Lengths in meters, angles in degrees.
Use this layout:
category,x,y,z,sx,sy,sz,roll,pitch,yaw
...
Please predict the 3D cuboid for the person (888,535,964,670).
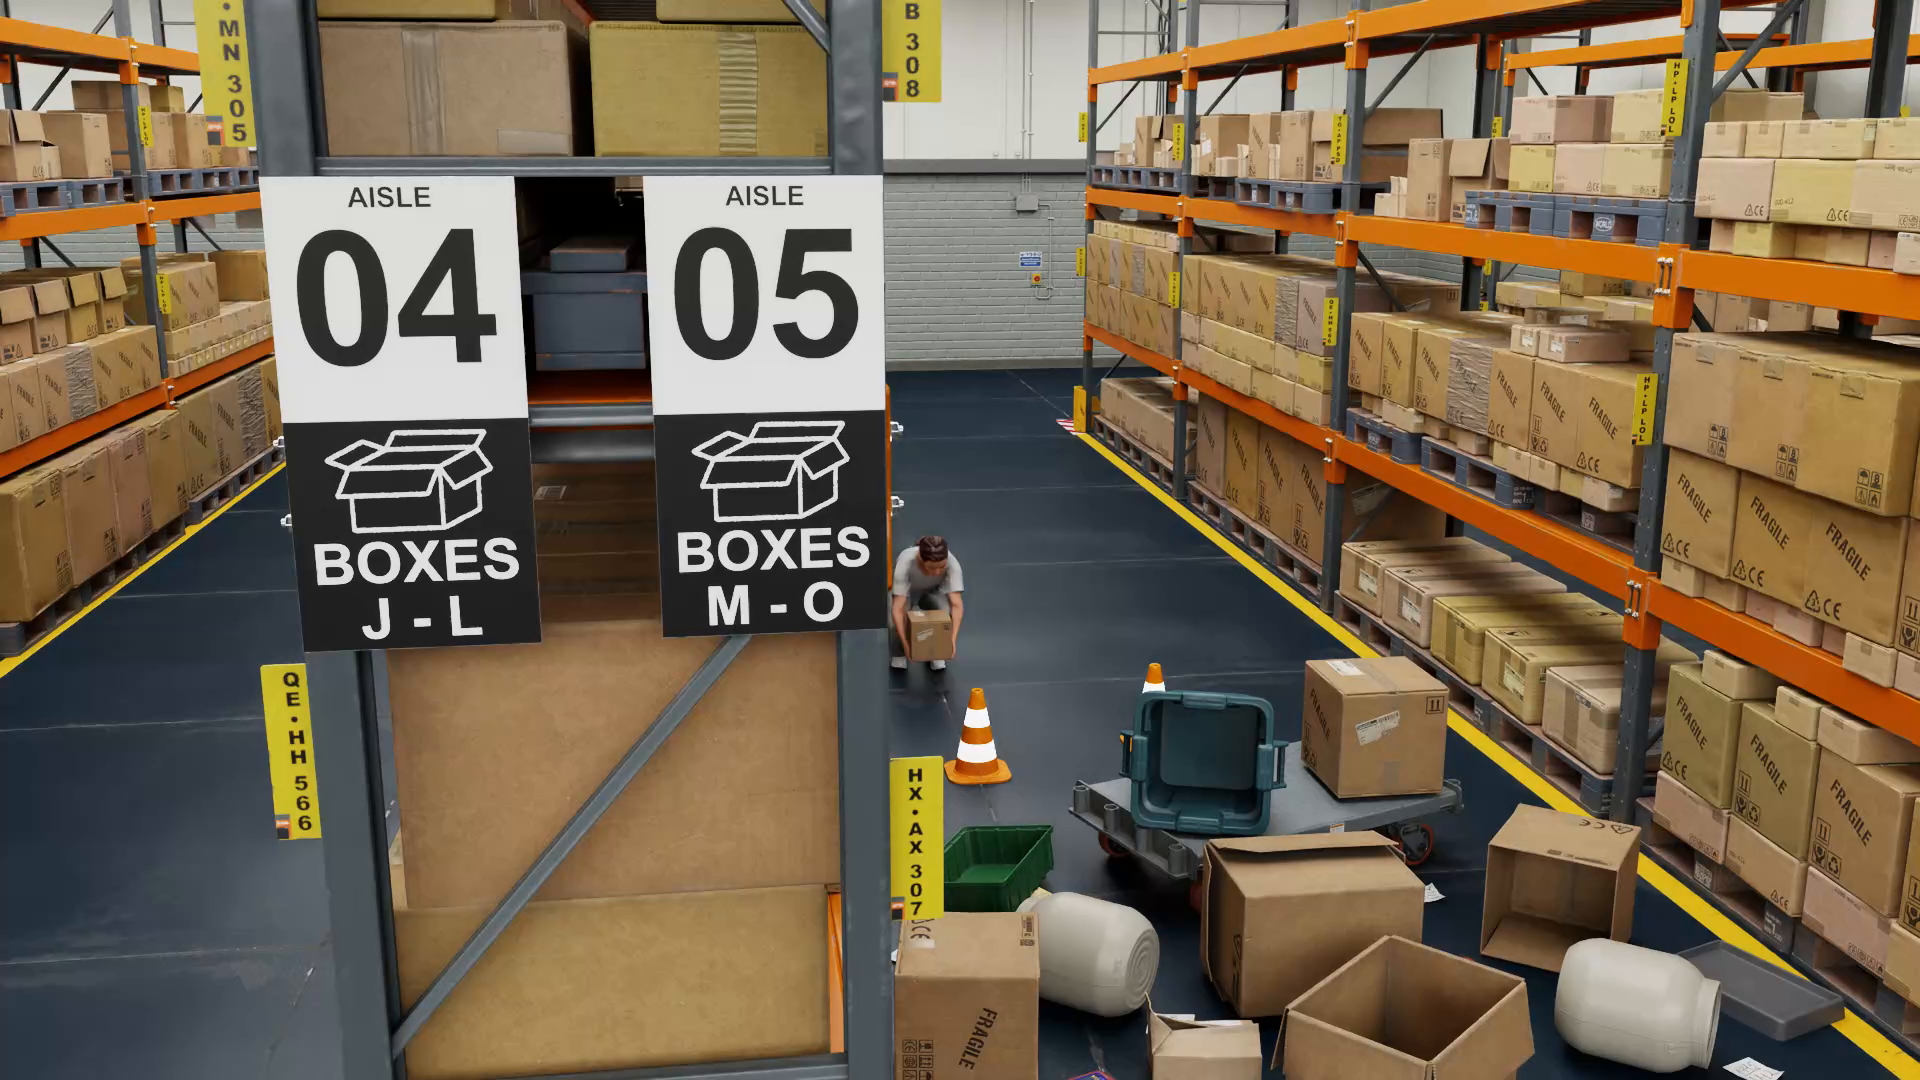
category,x,y,z,sx,sy,sz,roll,pitch,yaw
person,-0.235,0.375,10.526,0.491,0.934,0.809,-2,13,-8
